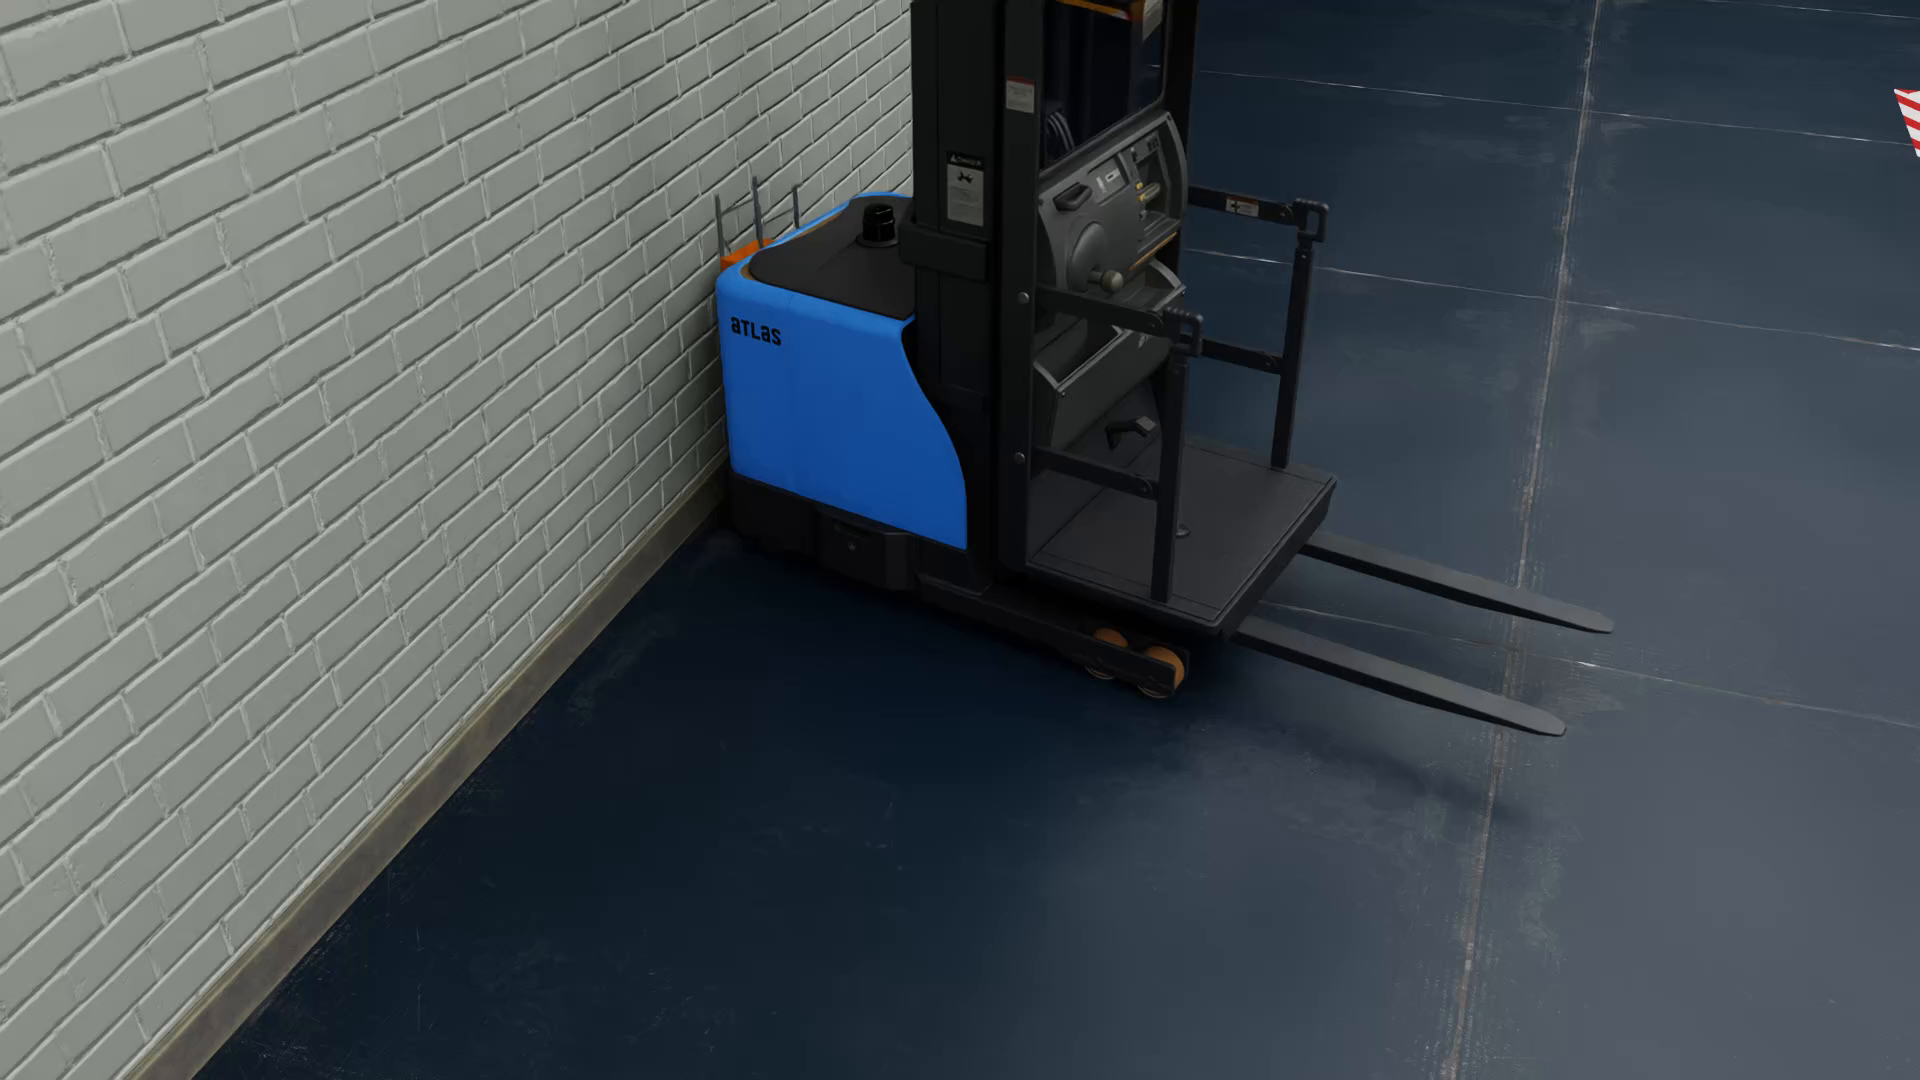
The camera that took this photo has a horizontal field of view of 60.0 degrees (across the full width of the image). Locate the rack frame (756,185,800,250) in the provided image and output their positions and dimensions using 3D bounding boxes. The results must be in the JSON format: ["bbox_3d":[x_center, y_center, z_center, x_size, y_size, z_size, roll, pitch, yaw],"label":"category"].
[{"bbox_3d":[-0.653,-0.728,6.270,0.006,1.200,0.240,18,37,26],"label":"rack frame"}]

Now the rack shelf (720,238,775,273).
[{"bbox_3d":[-0.733,-1.019,6.140,0.180,0.103,0.258,18,37,26],"label":"rack shelf"}]

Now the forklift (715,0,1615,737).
[{"bbox_3d":[0.669,-1.044,5.165,3.031,2.935,1.130,18,37,26],"label":"forklift"}]

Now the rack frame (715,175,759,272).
[{"bbox_3d":[-0.810,-0.779,6.351,0.006,1.200,0.240,18,37,26],"label":"rack frame"}]

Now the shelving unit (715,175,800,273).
[{"bbox_3d":[-0.732,-0.754,6.311,0.189,1.200,0.258,18,37,26],"label":"shelving unit"}]
